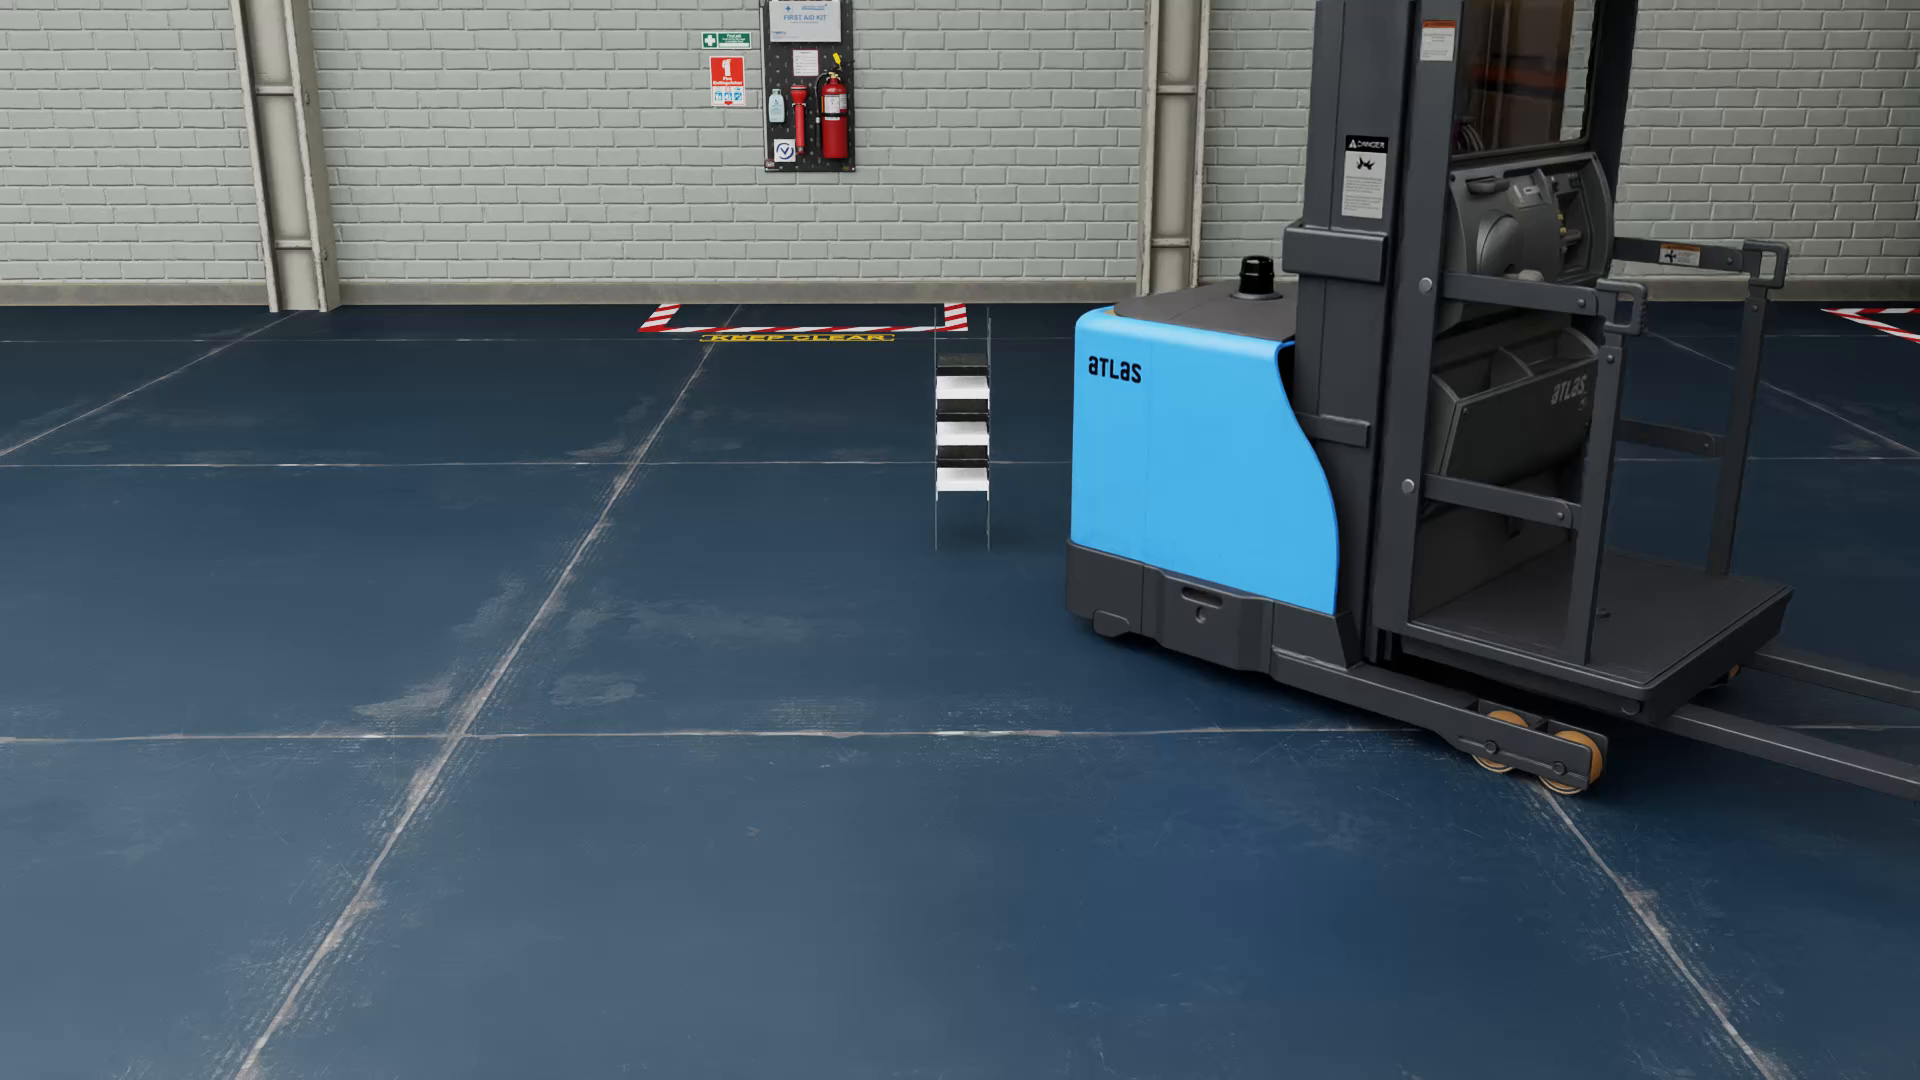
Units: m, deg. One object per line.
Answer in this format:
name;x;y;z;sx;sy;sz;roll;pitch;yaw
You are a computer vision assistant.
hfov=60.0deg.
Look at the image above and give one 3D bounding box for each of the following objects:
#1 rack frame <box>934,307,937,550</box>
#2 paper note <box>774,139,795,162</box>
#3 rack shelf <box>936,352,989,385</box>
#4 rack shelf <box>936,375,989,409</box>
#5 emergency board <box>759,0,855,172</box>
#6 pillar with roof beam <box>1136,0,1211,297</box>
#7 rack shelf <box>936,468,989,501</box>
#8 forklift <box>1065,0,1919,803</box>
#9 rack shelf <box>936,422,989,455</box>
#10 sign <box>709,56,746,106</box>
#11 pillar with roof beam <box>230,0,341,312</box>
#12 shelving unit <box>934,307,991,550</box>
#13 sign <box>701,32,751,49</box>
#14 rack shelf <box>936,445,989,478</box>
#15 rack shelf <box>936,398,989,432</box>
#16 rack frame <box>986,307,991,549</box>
rack frame;-0.094;-0.428;6.409;0.006;0.900;0.240;0;18;-1
paper note;-1.203;-2.674;11.413;0.142;0.148;0.016;0;18;-1
rack shelf;0.008;-0.654;6.338;0.200;0.077;0.258;0;18;-1
rack shelf;0.008;-0.568;6.365;0.200;0.077;0.258;0;18;-1
emergency board;-1.025;-3.073;11.216;0.643;1.169;0.194;0;18;-1
pillar with roof beam;1.514;-4.615;6.201;0.400;9.000;9.100;0;18;-1
rack shelf;0.008;-0.225;6.475;0.200;0.077;0.258;0;18;-1
forklift;1.767;-0.897;4.545;3.031;2.935;1.130;16;24;41
rack shelf;0.008;-0.397;6.420;0.200;0.077;0.258;0;18;-1
sign;-1.579;-3.119;11.300;0.234;0.329;0.001;0;18;-1
pillar with roof beam;-4.485;-4.586;6.111;0.400;9.000;9.100;0;18;-1
shelving unit;0.008;-0.429;6.410;0.210;0.900;0.258;0;18;-1
sign;-1.575;-3.368;11.211;0.331;0.109;0.001;0;18;-1
rack shelf;0.008;-0.311;6.448;0.200;0.077;0.258;0;18;-1
rack shelf;0.008;-0.482;6.393;0.200;0.077;0.258;0;18;-1
rack frame;0.110;-0.429;6.412;0.006;0.900;0.240;0;18;-1
